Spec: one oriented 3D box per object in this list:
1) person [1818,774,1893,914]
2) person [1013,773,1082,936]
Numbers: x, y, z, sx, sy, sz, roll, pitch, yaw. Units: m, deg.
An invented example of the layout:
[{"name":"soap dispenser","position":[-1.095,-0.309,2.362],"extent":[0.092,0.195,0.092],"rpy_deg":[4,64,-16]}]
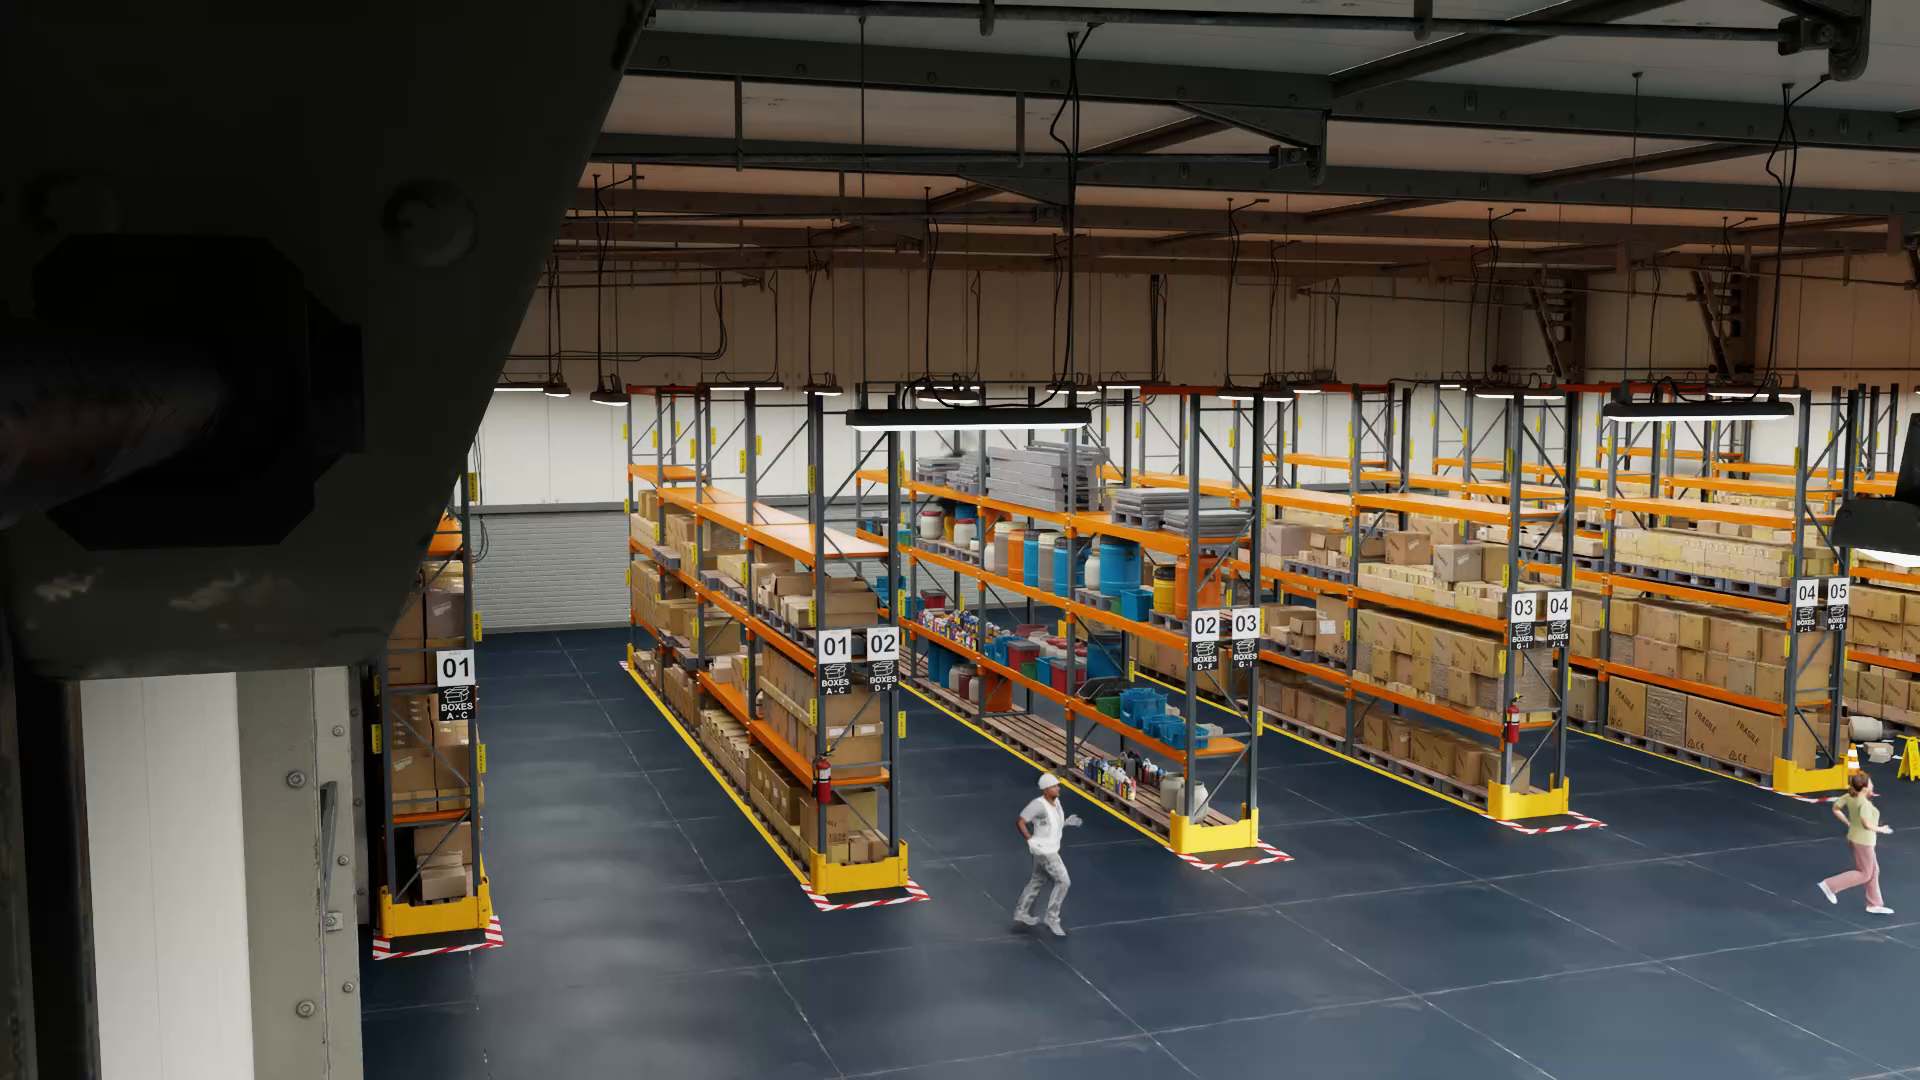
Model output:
[{"name":"person","position":[10.405,3.522,19.273],"extent":[0.881,1.660,0.578],"rpy_deg":[0,6,3]},{"name":"person","position":[0.985,3.531,18.730],"extent":[0.757,1.845,0.636],"rpy_deg":[1,6,13]}]
